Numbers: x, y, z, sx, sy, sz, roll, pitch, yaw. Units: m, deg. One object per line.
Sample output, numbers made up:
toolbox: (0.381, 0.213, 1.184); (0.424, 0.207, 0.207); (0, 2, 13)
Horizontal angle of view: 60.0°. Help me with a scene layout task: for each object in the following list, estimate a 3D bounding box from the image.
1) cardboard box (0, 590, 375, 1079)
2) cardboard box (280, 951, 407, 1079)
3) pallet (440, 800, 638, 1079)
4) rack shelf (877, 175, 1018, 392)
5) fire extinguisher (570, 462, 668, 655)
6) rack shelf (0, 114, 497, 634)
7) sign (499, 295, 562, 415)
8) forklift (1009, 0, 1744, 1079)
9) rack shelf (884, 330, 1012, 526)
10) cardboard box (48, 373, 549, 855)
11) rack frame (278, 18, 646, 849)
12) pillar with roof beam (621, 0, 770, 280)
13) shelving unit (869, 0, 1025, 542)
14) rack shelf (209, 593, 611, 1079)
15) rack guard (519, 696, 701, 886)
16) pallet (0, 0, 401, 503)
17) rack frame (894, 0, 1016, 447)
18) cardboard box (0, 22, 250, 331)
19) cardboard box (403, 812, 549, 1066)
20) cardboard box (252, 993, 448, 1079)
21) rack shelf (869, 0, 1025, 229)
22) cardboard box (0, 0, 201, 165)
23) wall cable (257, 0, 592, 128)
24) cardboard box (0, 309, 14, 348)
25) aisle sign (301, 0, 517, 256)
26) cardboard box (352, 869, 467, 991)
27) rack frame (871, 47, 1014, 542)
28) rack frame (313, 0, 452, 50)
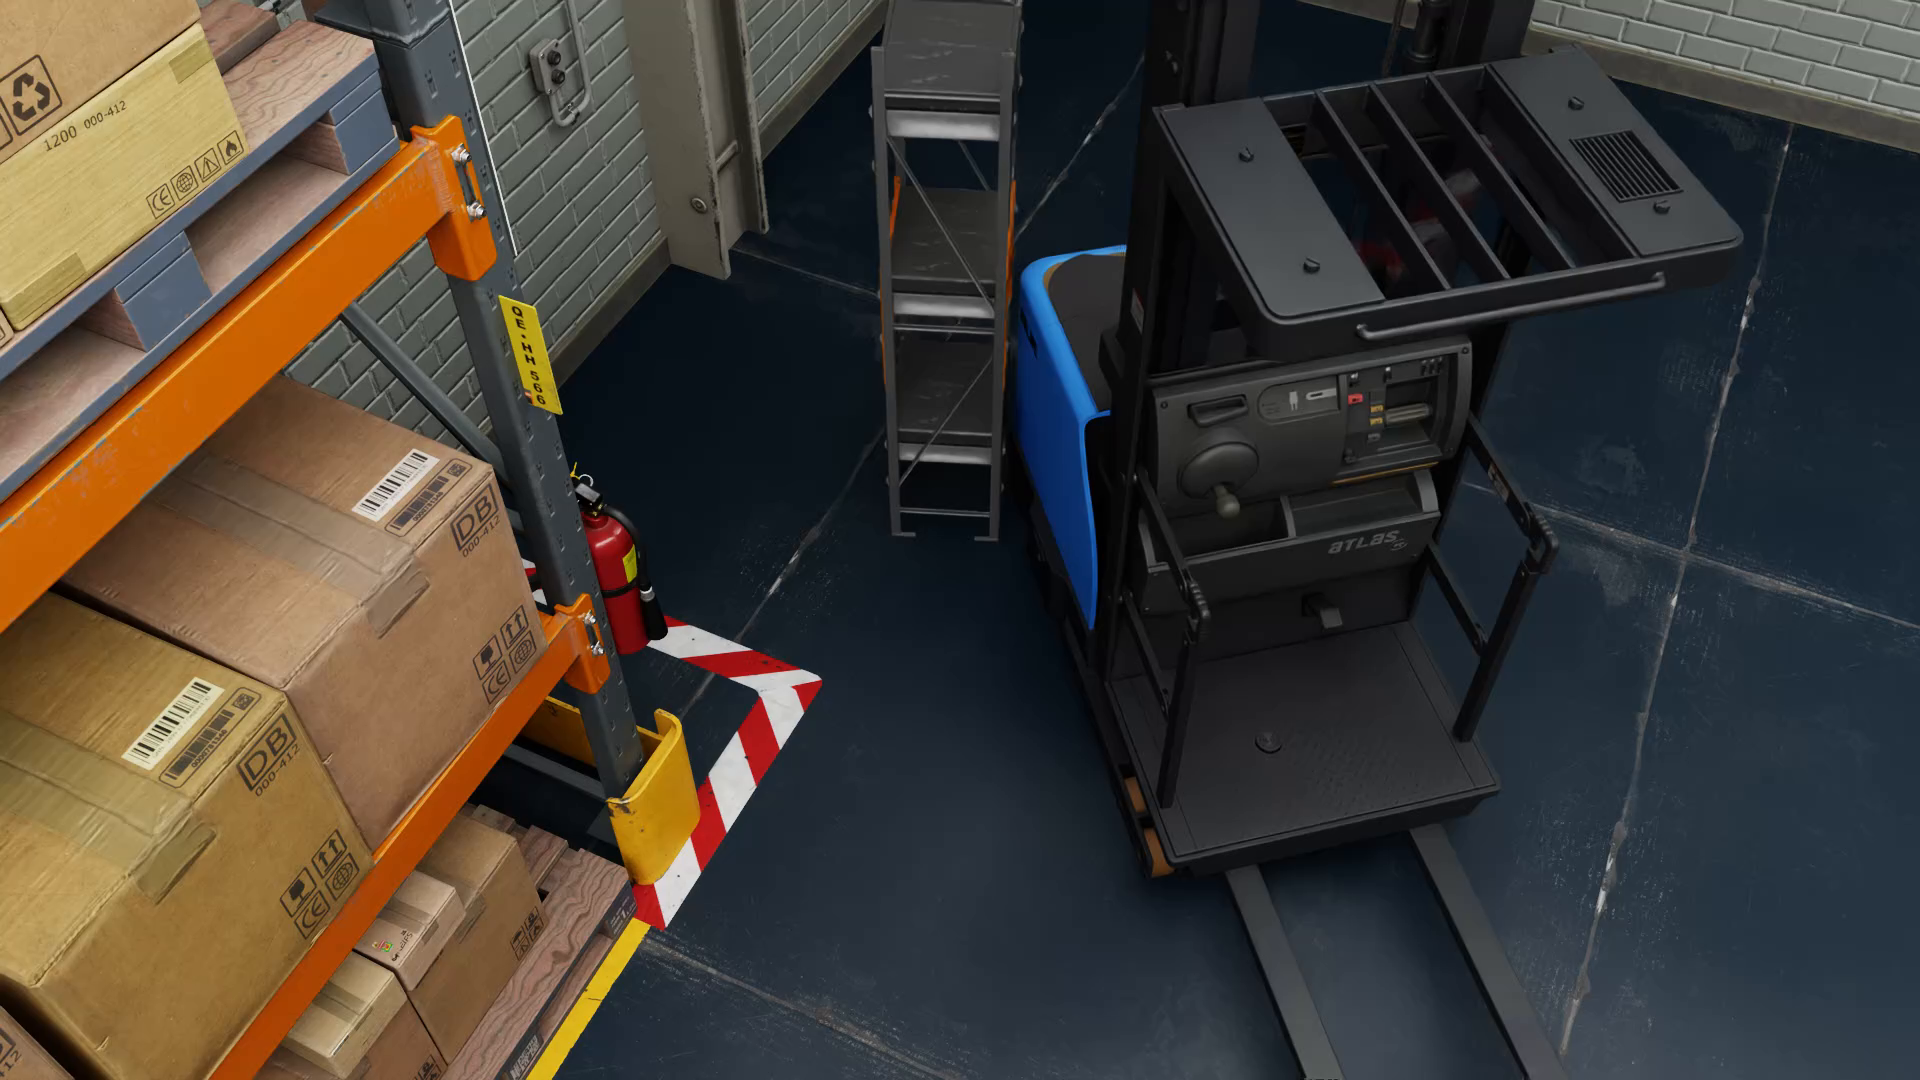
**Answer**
cardboard box: (-1.954, 0.618, 3.557); (0.980, 0.700, 0.700); (19, 52, 16)
cardboard box: (-1.651, 1.159, 4.234); (0.380, 0.149, 0.250); (21, 53, 17)
pallet: (-1.715, 1.336, 4.975); (1.003, 0.211, 1.213); (20, 52, 16)
rack shelf: (-0.035, -0.865, 5.625); (0.431, 0.518, 0.480); (3, 50, 3)
fire extinguisher: (-0.962, 0.049, 4.535); (0.296, 0.674, 0.183); (20, 52, 16)
rack shelf: (-2.299, 0.495, 2.362); (1.077, 0.370, 4.000); (20, 52, 16)
sign: (-0.959, -0.409, 3.713); (0.100, 0.325, 0.005); (20, 52, 16)
forklift: (1.040, -0.204, 4.499); (1.130, 2.935, 3.031); (-11, 50, -9)
rack shelf: (-0.037, -0.412, 6.158); (0.431, 0.518, 0.480); (3, 50, 3)
cardboard box: (-1.653, 0.114, 3.987); (0.980, 0.700, 0.700); (22, 53, 18)
rack frame: (-1.444, -0.144, 4.403); (1.000, 3.000, 0.127); (20, 52, 16)
pillar with roof beam: (2.820, -2.828, 2.747); (9.100, 9.000, 0.400); (20, 52, 16)
shelving unit: (-0.035, -0.874, 5.614); (0.431, 2.100, 0.503); (3, 50, 3)
rack shelf: (-2.299, 1.467, 3.505); (1.077, 0.370, 4.000); (20, 52, 16)
rack guard: (-1.434, 0.650, 5.369); (1.175, 0.500, 0.348); (20, 52, 16)
pallet: (-1.752, -0.573, 2.856); (1.003, 0.211, 1.213); (20, 52, 16)
rack frame: (-0.017, -1.059, 5.772); (0.400, 2.100, 0.015); (3, 50, 3)
cardboard box: (-1.517, -0.645, 2.617); (0.500, 0.250, 0.500); (21, 53, 17)
cardboard box: (-1.653, 1.045, 4.757); (0.700, 0.500, 0.500); (20, 52, 16)
cardboard box: (-1.867, 1.390, 4.464); (0.700, 0.500, 0.500); (20, 52, 16)
rack shelf: (-0.033, -1.319, 5.091); (0.431, 0.518, 0.480); (3, 50, 3)
cardboard box: (-1.510, -0.886, 2.329); (0.500, 0.500, 0.500); (20, 52, 16)
wall cable: (-1.752, -1.662, 5.028); (0.084, 1.984, 1.851); (20, 52, 16)
cardboard box: (-1.738, -0.286, 2.311); (0.500, 0.250, 0.500); (18, 52, 15)
aisle sign: (-1.142, -0.938, 3.372); (0.394, 0.787, 0.004); (20, 52, 16)
cardboard box: (-1.543, 0.982, 4.384); (0.380, 0.149, 0.250); (19, 52, 16)
rack frame: (-0.053, -0.689, 5.456); (0.400, 2.100, 0.015); (3, 50, 3)
rack frame: (-1.444, -2.088, 2.118); (1.000, 3.000, 0.127); (20, 52, 16)
